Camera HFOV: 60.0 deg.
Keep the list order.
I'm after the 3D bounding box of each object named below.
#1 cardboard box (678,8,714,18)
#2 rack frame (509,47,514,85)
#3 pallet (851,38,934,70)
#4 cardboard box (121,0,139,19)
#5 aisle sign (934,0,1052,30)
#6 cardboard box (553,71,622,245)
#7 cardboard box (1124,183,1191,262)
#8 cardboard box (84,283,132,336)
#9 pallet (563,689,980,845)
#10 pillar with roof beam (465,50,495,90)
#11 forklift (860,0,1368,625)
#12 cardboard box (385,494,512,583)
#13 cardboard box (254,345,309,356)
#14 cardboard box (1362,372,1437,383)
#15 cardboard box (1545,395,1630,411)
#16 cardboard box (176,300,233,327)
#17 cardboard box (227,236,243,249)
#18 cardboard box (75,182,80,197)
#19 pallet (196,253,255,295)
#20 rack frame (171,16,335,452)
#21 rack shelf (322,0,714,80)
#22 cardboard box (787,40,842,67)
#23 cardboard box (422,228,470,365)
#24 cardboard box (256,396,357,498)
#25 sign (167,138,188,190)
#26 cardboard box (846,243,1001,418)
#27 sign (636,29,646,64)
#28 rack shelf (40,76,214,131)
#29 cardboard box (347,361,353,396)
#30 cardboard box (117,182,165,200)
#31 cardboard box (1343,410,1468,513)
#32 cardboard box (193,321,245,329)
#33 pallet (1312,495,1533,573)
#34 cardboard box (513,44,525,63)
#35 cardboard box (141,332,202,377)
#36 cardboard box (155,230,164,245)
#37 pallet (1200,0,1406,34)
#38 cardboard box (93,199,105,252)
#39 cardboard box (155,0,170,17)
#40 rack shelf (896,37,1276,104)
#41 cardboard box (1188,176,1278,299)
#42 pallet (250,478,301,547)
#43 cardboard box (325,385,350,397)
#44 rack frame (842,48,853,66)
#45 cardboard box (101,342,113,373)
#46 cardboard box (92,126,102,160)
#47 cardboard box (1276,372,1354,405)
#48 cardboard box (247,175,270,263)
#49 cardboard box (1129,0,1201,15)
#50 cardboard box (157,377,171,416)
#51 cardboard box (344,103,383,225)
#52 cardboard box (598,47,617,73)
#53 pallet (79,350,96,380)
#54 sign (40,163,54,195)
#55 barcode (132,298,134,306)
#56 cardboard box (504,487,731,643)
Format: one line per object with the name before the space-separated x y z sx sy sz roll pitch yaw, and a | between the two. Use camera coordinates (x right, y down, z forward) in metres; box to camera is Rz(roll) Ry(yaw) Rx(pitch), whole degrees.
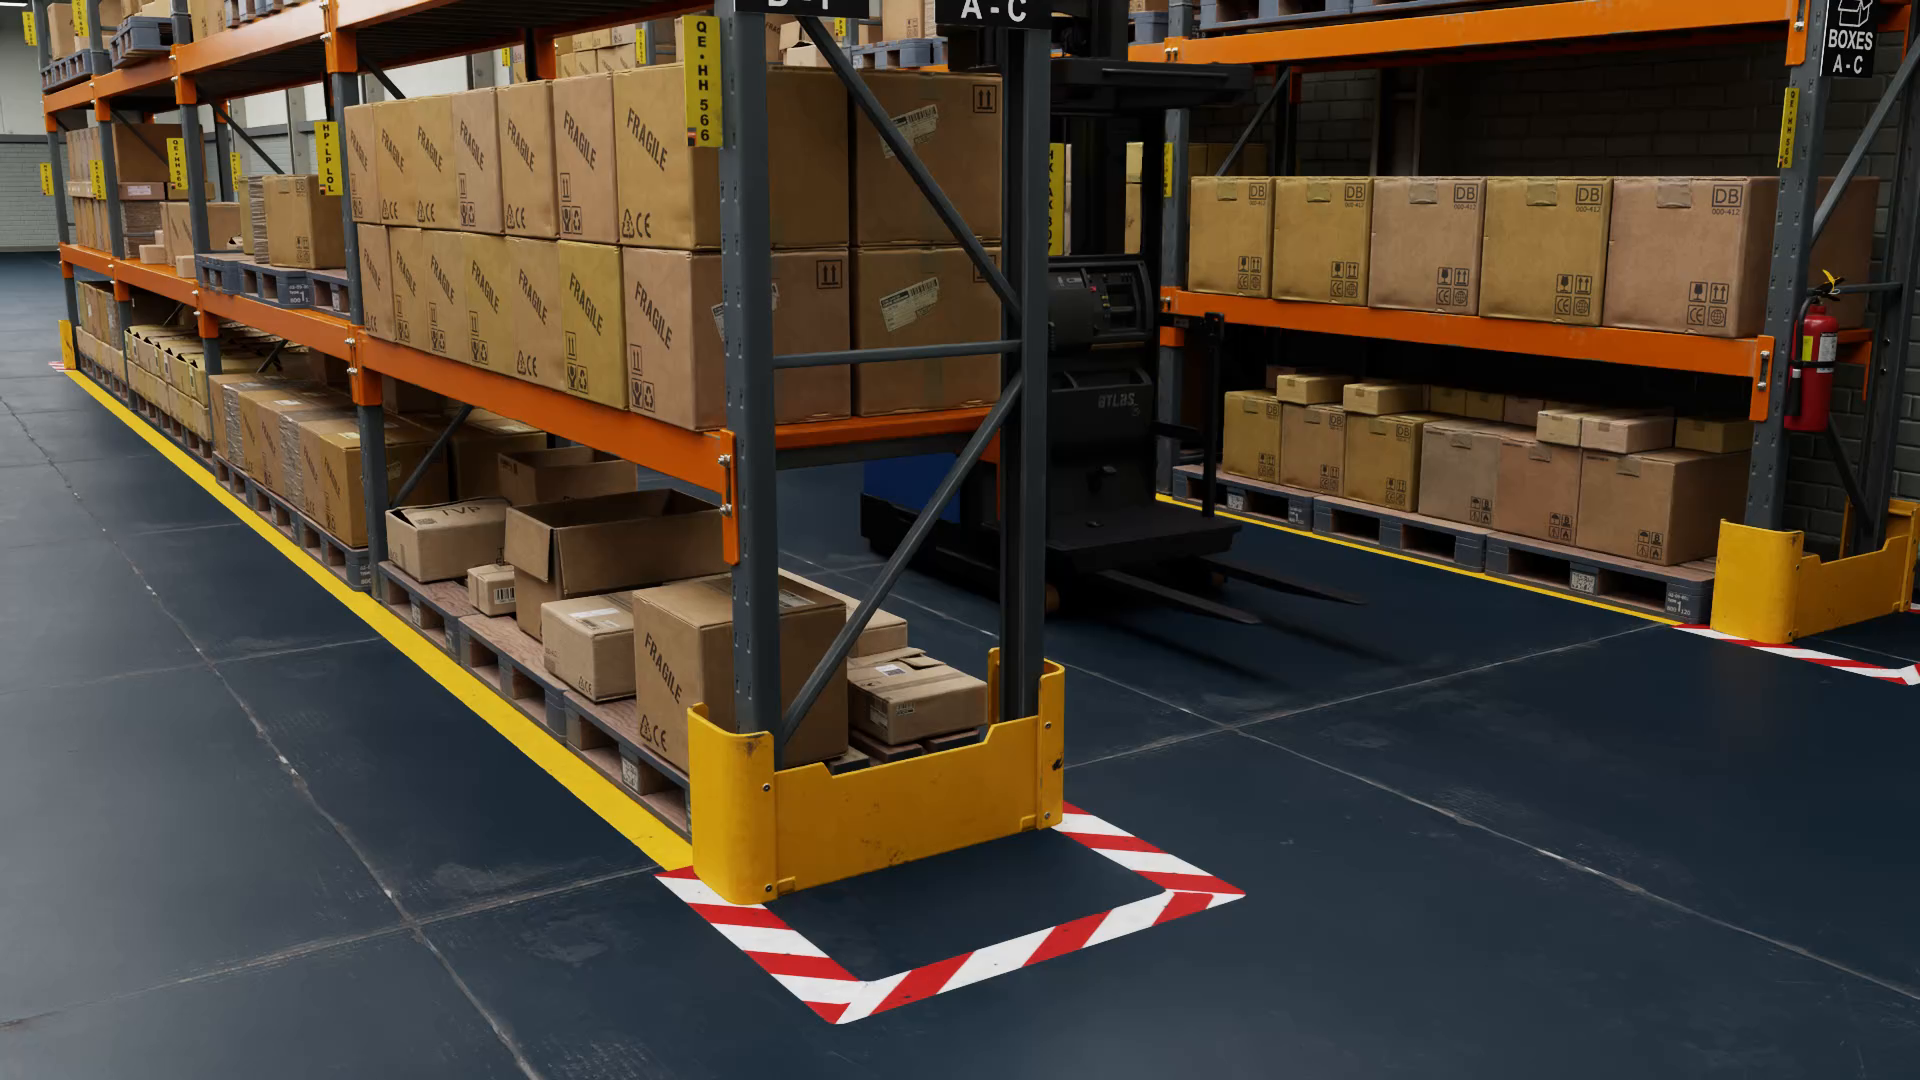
cardboard box | -2.748 -5.374 17.274 0.500 0.500 0.500 -8 15 -32
rack frame | -4.930 -6.883 19.773 1.000 3.000 0.127 -8 15 -33
pallet | -0.097 -3.794 13.113 1.213 0.211 1.003 -7 14 -30
cardboard box | -6.527 -4.503 13.524 0.500 0.500 0.500 -8 15 -32
aisle sign | 0.095 -1.812 4.543 0.394 0.787 0.004 -8 15 -33
cardboard box | -0.944 -1.193 5.223 0.500 0.500 0.500 -8 14 -31
cardboard box | 1.252 -2.074 10.849 0.500 0.500 0.500 -8 15 -34
cardboard box | -8.374 -2.296 16.537 0.500 0.500 0.500 -8 15 -33
pallet | -0.672 0.687 5.725 1.003 0.211 1.213 -8 15 -33
pillar with roof beam | -10.731 -7.419 22.221 9.100 9.000 0.400 -8 15 -33
forklift | 0.662 -1.185 7.921 1.130 2.935 3.031 -8 14 -31
cardboard box | -2.351 -0.032 7.752 0.500 0.311 0.500 -8 15 -33
cardboard box | -4.964 -1.299 12.420 0.500 0.311 0.500 -9 15 -34
cardboard box | 2.572 -0.883 9.728 0.380 0.149 0.250 -9 15 -35
cardboard box | 3.279 -0.656 8.692 0.380 0.149 0.250 -8 15 -32
cardboard box | -6.832 -2.002 15.192 0.500 0.500 0.500 -8 15 -33
cardboard box | -4.785 -1.969 11.552 0.500 0.311 0.500 -7 14 -29
cardboard box | -8.591 -3.499 16.591 0.380 0.149 0.250 -8 15 -34
pallet | -4.186 -1.737 10.731 1.213 0.211 1.003 -8 15 -33
rack frame | -4.620 -1.943 11.223 1.000 3.000 0.127 -8 15 -33
rack shelf | -1.296 -1.989 6.100 1.077 0.370 4.000 -8 15 -33
cardboard box | -1.122 -4.057 14.034 0.500 0.311 0.500 -8 15 -33
cardboard box | -1.787 -0.977 6.575 0.500 0.500 0.500 -8 15 -33
cardboard box | -3.744 -0.547 9.664 0.500 0.500 0.500 -9 15 -35
sign | -5.080 -2.442 10.797 0.100 0.325 0.005 -8 15 -33
cardboard box | -0.214 -0.679 5.210 0.500 0.500 0.500 -8 15 -32
sign | -3.162 -4.893 16.485 0.100 0.325 0.005 -8 15 -33
rack shelf | -7.944 -4.124 15.859 1.077 0.370 4.000 -8 15 -33
cardboard box | -3.301 -0.973 9.857 0.500 0.250 0.500 -8 15 -34
cardboard box | -7.165 -3.043 14.502 0.380 0.149 0.250 -8 15 -33
cardboard box | 2.605 -0.476 9.384 0.700 0.500 0.500 -8 15 -31
cardboard box | -6.373 -1.752 14.491 0.500 0.311 0.500 -8 15 -33
pallet | 2.754 -0.094 9.299 1.003 0.211 1.213 -8 15 -33
cardboard box | -4.919 -5.868 19.529 0.500 0.500 0.500 -9 15 -37
cardboard box | -6.254 -1.505 13.364 0.500 0.311 0.500 -9 15 -35
cardboard box | -6.527 -2.498 14.116 0.500 0.250 0.500 -7 14 -29
pallet | 2.163 -3.093 9.673 1.003 0.211 1.213 -8 15 -33
cardboard box | -7.944 -3.055 16.075 0.700 0.500 0.500 -8 14 -31
cardboard box | -5.531 -3.808 12.101 0.500 0.250 0.500 -8 15 -34
rack shelf | 0.610 -3.288 12.038 1.077 0.370 4.000 -8 15 -33
cardboard box | 2.005 -1.866 10.173 0.980 0.700 0.700 -8 15 -32
pallet | -3.566 -0.226 9.902 1.003 0.211 1.213 -8 15 -33
cardboard box | -3.620 -0.706 10.389 0.500 0.500 0.500 -9 15 -35
rack frame | -0.498 -2.530 13.908 1.000 3.000 0.127 -8 15 -33
cardboard box | -7.833 -1.750 15.795 0.500 0.250 0.500 -8 15 -33
cardboard box | -7.645 -3.594 15.503 0.700 0.500 0.500 -8 15 -33
cardboard box | 2.085 -0.891 9.767 0.380 0.149 0.250 -8 14 -31
cardboard box | -3.829 -1.913 9.870 0.700 0.500 0.500 -5 13 -22
cardboard box | 1.322 -3.717 11.052 0.700 0.500 0.500 -9 15 -36
cardboard box | -5.966 -1.141 13.013 0.500 0.250 0.500 -8 15 -32
cardboard box | -2.377 -1.651 7.317 0.500 0.500 0.500 -8 14 -31
cardboard box | -3.469 -4.917 17.523 0.500 0.500 0.500 -10 16 -37
pallet | -8.594 -1.872 17.428 1.003 0.211 1.213 -8 15 -33
sign | -9.518 -3.762 17.333 0.100 0.325 0.005 -8 15 -33
barcode | -7.041 -2.022 14.161 0.001 0.075 0.075 -8 15 -33
cardboard box | -1.358 0.107 6.665 0.797 0.503 0.637 -8 15 -33
